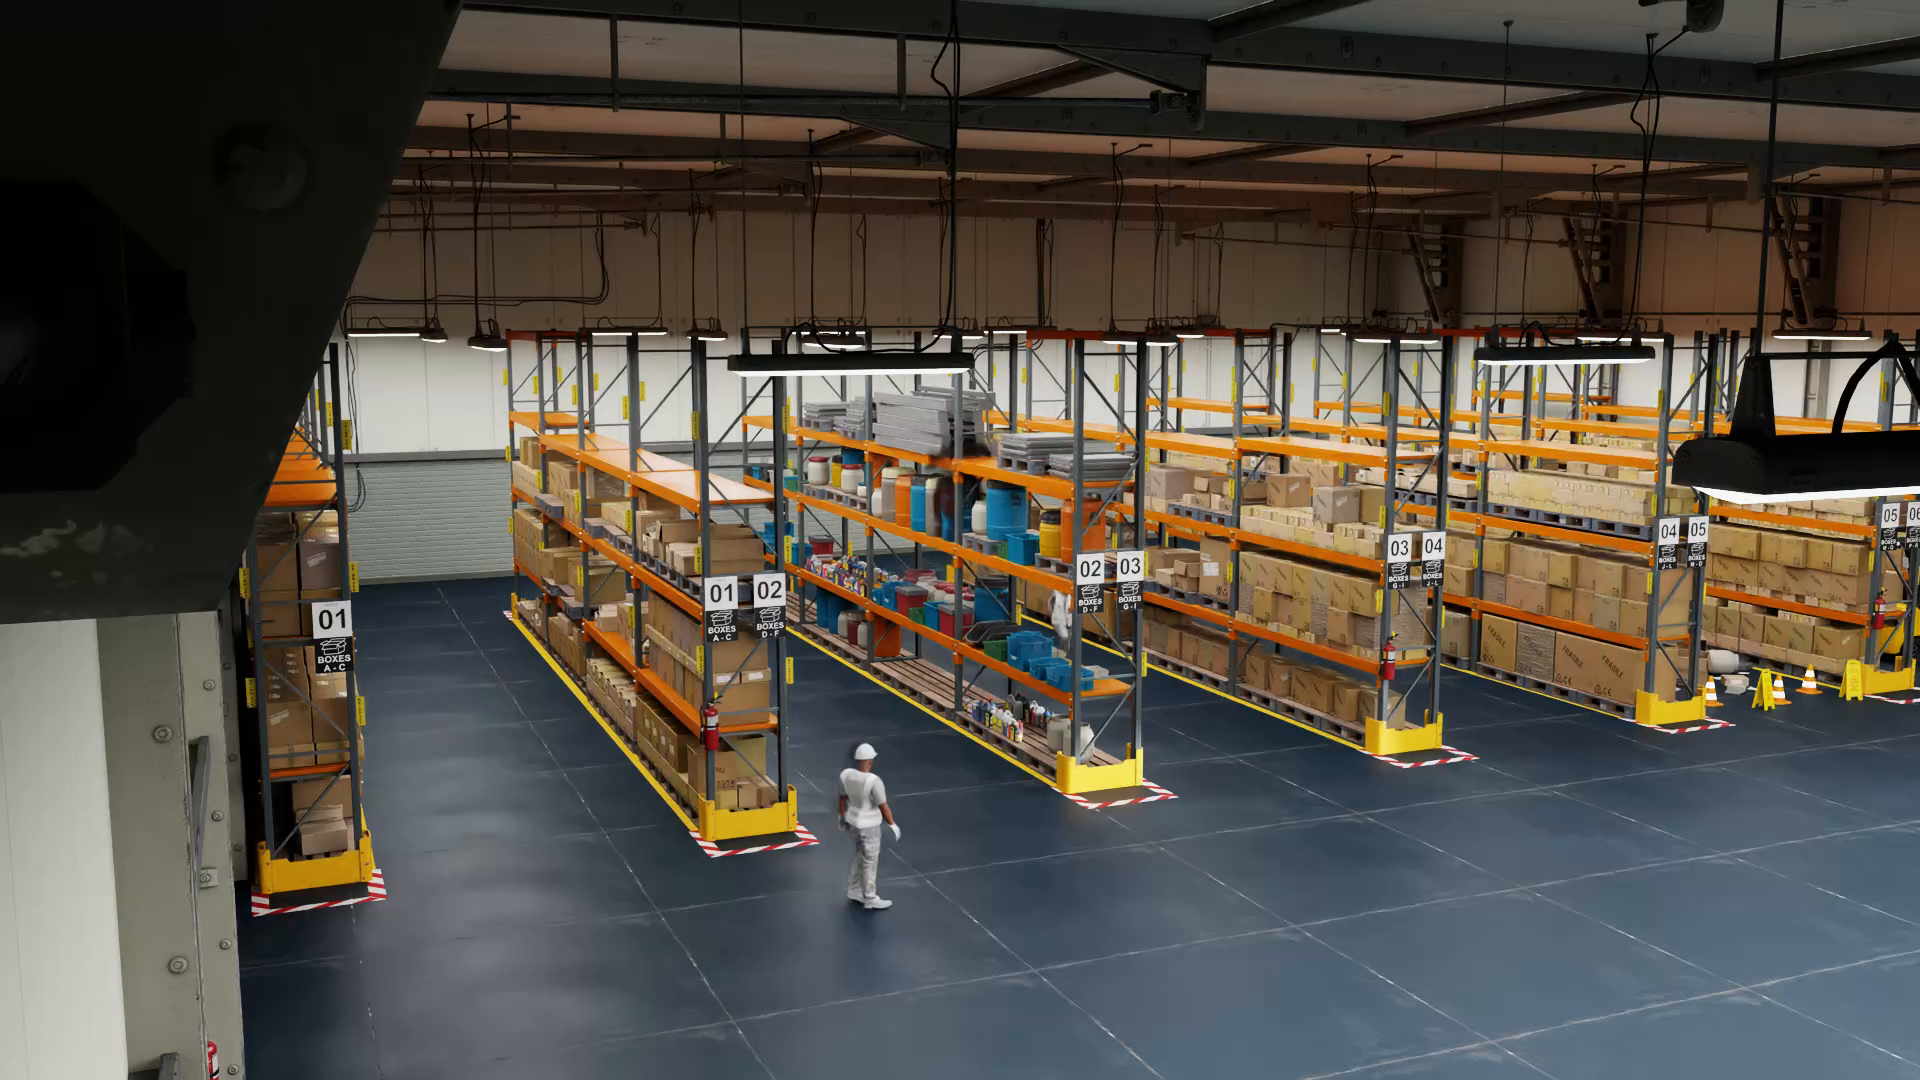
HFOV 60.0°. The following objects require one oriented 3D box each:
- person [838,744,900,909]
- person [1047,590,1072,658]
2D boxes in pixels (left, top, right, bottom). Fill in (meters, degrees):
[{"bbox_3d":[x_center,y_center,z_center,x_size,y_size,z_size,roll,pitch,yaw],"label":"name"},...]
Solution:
[{"bbox_3d":[-0.986,3.059,17.792,0.539,1.825,0.655,-5,9,-31],"label":"person"},{"bbox_3d":[1.882,1.464,29.150,0.560,1.737,0.890,-3,8,-19],"label":"person"}]
